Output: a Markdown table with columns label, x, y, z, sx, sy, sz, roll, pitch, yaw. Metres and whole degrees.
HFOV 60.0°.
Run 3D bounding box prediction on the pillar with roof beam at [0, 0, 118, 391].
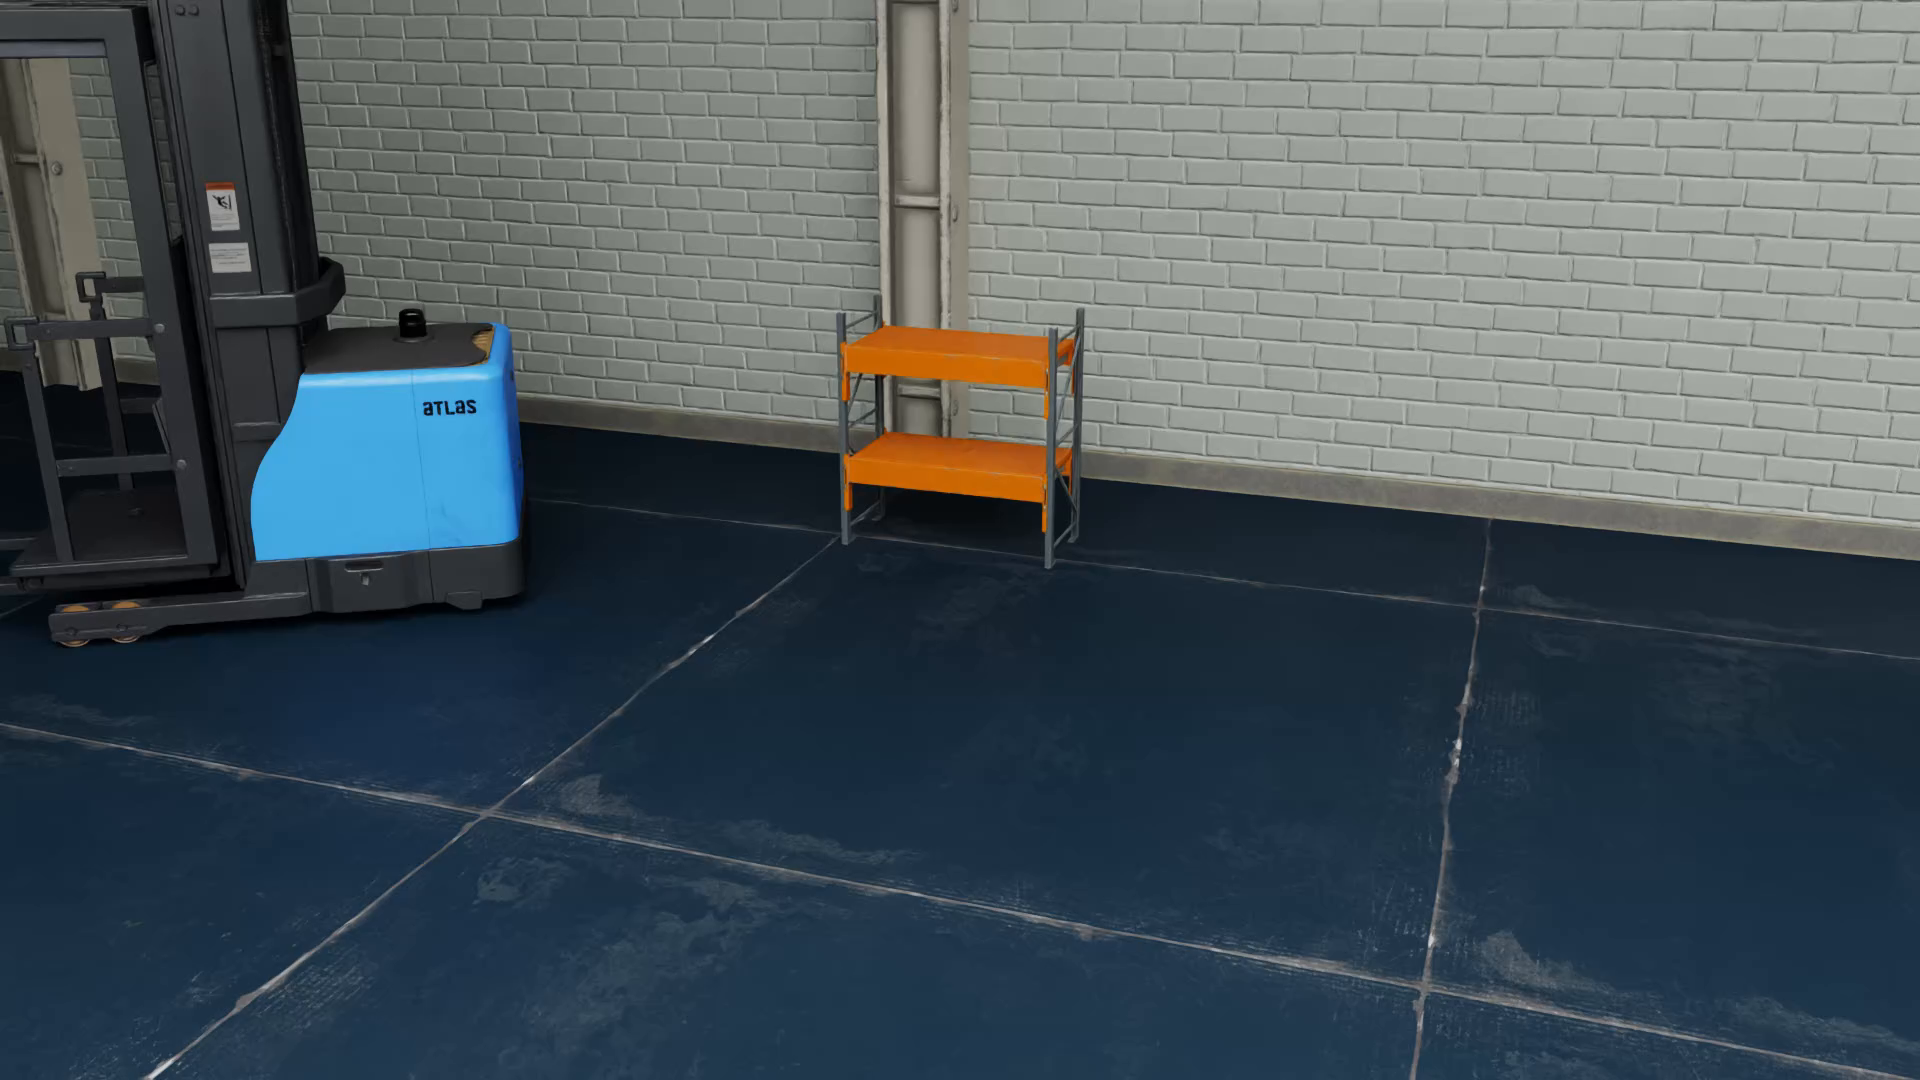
| label | x | y | z | sx | sy | sz | roll | pitch | yaw |
| --- | --- | --- | --- | --- | --- | --- | --- | --- | --- |
| pillar with roof beam | -7.270 | -3.955 | 5.752 | 0.400 | 9.000 | 9.100 | 7 | 20 | 18 |

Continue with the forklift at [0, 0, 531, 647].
| label | x | y | z | sx | sy | sz | roll | pitch | yaw |
| --- | --- | --- | --- | --- | --- | --- | --- | --- | --- |
| forklift | -3.463 | -1.136 | 6.882 | 3.031 | 2.935 | 1.130 | -4 | 20 | -12 |

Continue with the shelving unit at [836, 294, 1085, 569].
| label | x | y | z | sx | sy | sz | roll | pitch | yaw |
| --- | --- | --- | --- | --- | --- | --- | --- | --- | --- |
| shelving unit | 0.006 | -0.530 | 7.889 | 1.048 | 1.125 | 0.538 | 7 | 20 | 18 |

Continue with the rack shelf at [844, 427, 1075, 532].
| label | x | y | z | sx | sy | sz | roll | pitch | yaw |
| --- | --- | --- | --- | --- | --- | --- | --- | --- | --- |
| rack shelf | 0.006 | -0.300 | 7.969 | 1.000 | 0.278 | 0.538 | 7 | 20 | 18 |

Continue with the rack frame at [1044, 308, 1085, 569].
| label | x | y | z | sx | sy | sz | roll | pitch | yaw |
| --- | --- | --- | --- | --- | --- | --- | --- | --- | --- |
| rack frame | 0.487 | -0.476 | 7.731 | 0.032 | 1.125 | 0.500 | 7 | 20 | 18 |

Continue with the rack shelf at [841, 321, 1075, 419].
| label | x | y | z | sx | sy | sz | roll | pitch | yaw |
| --- | --- | --- | --- | --- | --- | --- | --- | --- | --- |
| rack shelf | 0.006 | -0.807 | 7.793 | 1.000 | 0.278 | 0.538 | 7 | 20 | 18 |

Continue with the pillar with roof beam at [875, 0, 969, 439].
| label | x | y | z | sx | sy | sz | roll | pitch | yaw |
| --- | --- | --- | --- | --- | --- | --- | --- | --- | --- |
| pillar with roof beam | -1.602 | -3.307 | 3.892 | 0.400 | 9.000 | 9.100 | 7 | 20 | 18 |

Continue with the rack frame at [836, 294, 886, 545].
| label | x | y | z | sx | sy | sz | roll | pitch | yaw |
| --- | --- | --- | --- | --- | --- | --- | --- | --- | --- |
| rack frame | -0.474 | -0.585 | 8.046 | 0.032 | 1.125 | 0.500 | 7 | 20 | 18 |
